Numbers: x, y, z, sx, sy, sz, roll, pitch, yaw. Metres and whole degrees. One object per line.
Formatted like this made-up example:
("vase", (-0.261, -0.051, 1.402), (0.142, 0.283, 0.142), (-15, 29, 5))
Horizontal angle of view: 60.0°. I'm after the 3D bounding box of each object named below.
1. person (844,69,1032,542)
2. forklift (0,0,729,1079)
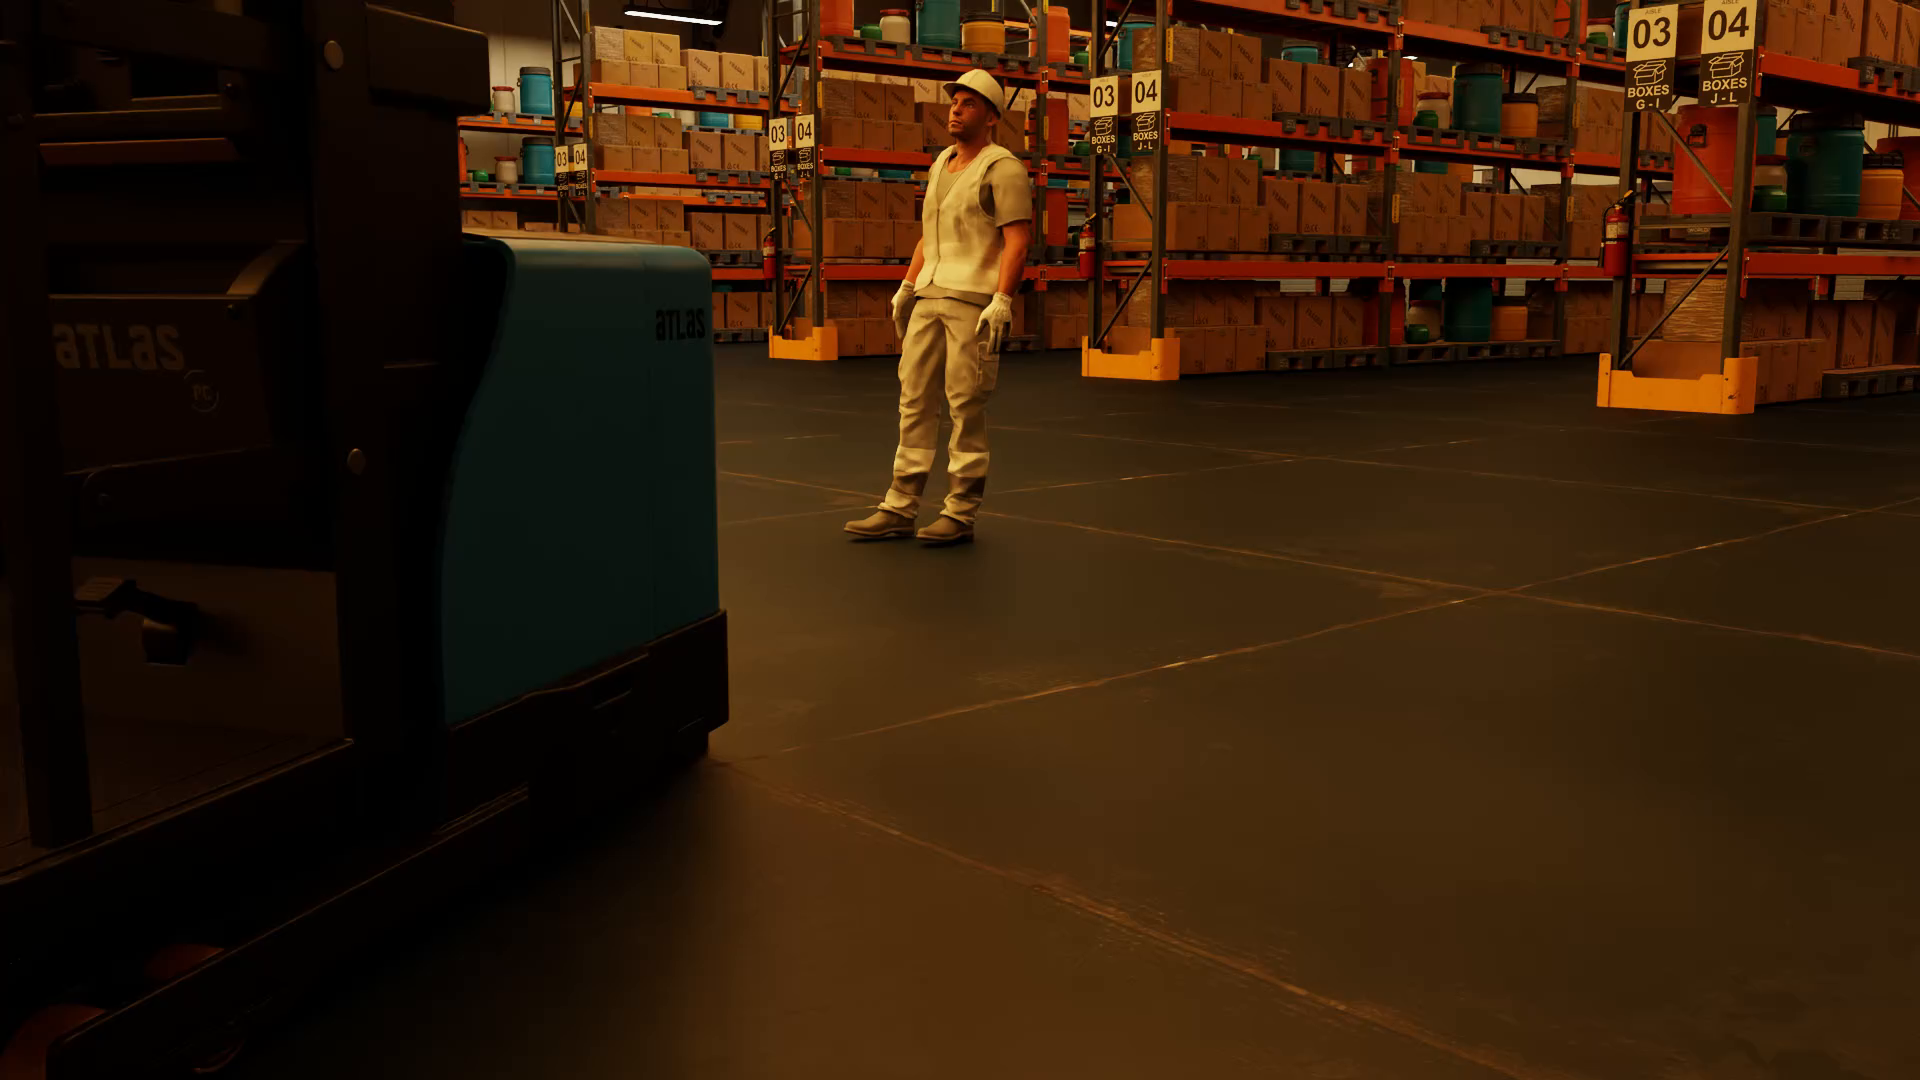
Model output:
("person", (-0.068, -0.884, 6.357), (0.562, 1.789, 0.638), (-8, 12, -40))
("forklift", (-1.431, -0.805, 2.157), (1.130, 2.935, 3.031), (3, 9, 18))
